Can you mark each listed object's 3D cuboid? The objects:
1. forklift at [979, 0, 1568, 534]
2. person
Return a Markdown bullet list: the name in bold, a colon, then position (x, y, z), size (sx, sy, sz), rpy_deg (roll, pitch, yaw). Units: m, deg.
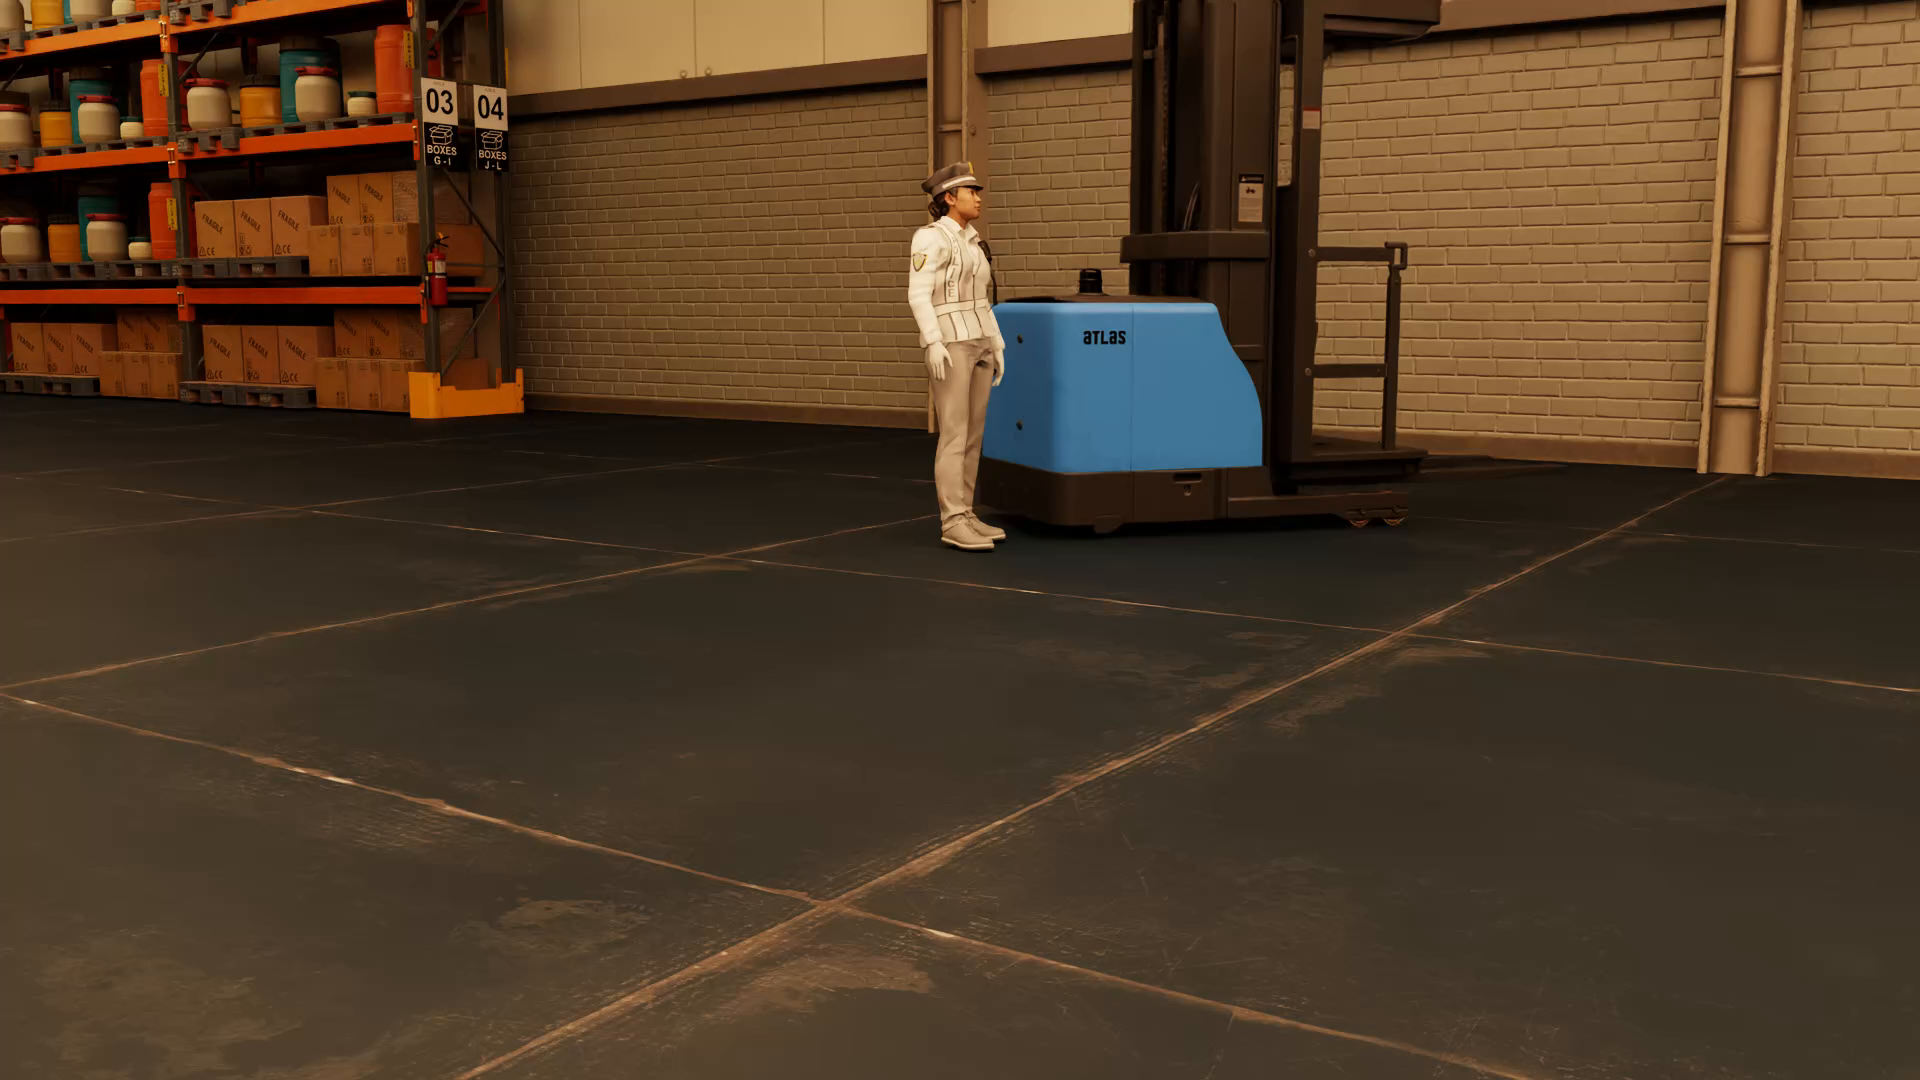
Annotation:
- **forklift**: position (1.666, -1.583, 8.328), size (3.031, 2.935, 1.130), rpy_deg (-3, 9, -21)
- **person**: position (0.053, -0.840, 7.439), size (0.530, 1.694, 0.586), rpy_deg (5, 10, 34)
